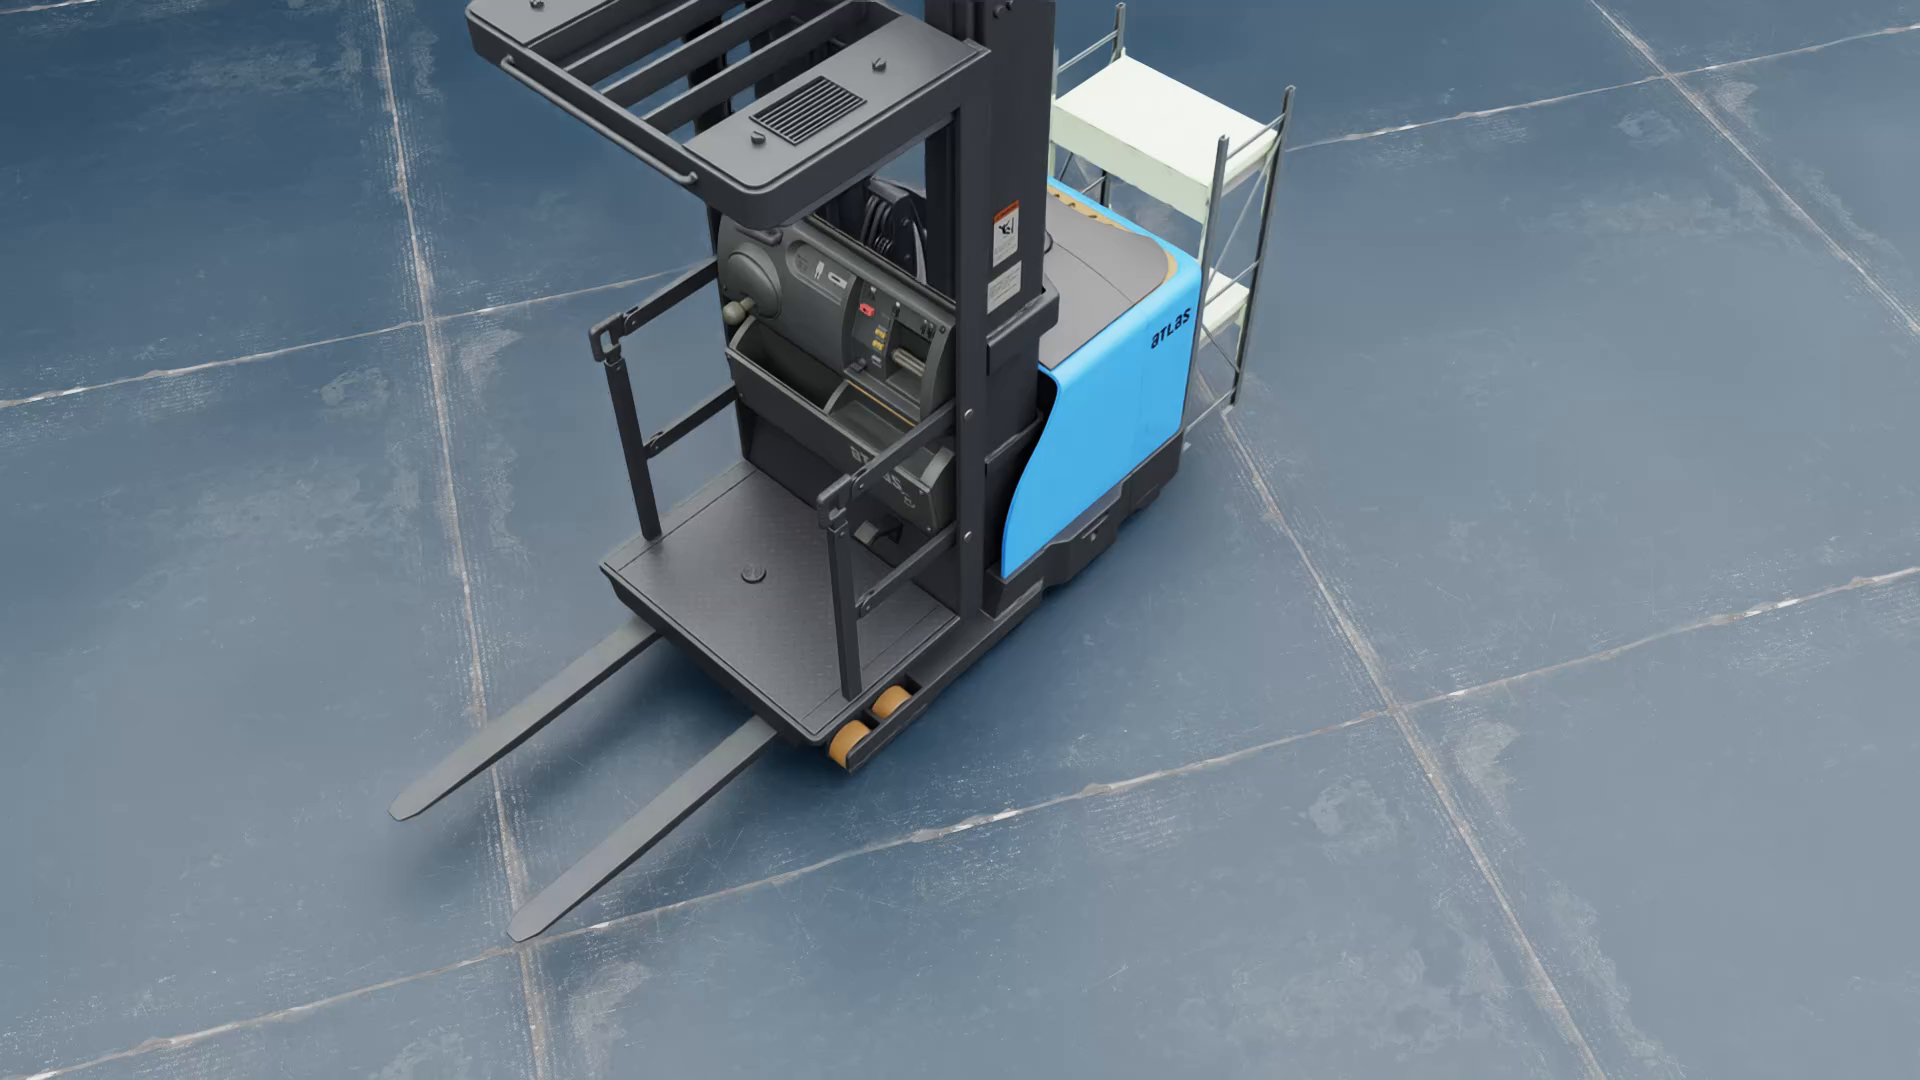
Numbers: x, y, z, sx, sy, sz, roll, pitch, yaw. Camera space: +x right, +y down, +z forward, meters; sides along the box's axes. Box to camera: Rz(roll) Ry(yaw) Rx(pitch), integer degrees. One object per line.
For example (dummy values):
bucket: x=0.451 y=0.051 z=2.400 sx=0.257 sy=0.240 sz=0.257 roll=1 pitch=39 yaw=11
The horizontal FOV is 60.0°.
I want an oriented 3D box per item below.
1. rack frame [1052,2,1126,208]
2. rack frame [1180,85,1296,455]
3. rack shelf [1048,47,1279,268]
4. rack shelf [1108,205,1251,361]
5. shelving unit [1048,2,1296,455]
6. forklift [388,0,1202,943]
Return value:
rack frame: x=0.445 y=-1.306 z=6.370 sx=0.023 sy=1.500 sz=0.400 roll=35 pitch=58 yaw=26
rack frame: x=0.981 y=-0.925 z=6.049 sx=0.023 sy=1.500 sz=0.400 roll=35 pitch=58 yaw=26
rack shelf: x=0.713 y=-1.367 z=5.911 sx=0.720 sy=0.370 sz=0.431 roll=35 pitch=58 yaw=26
rack shelf: x=0.713 y=-0.905 z=6.458 sx=0.720 sy=0.370 sz=0.431 roll=35 pitch=58 yaw=26
shelving unit: x=0.713 y=-1.115 z=6.209 sx=0.755 sy=1.500 sz=0.431 roll=35 pitch=58 yaw=26
forklift: x=-0.531 y=-0.622 z=4.857 sx=1.130 sy=2.935 sz=3.031 roll=35 pitch=58 yaw=26
